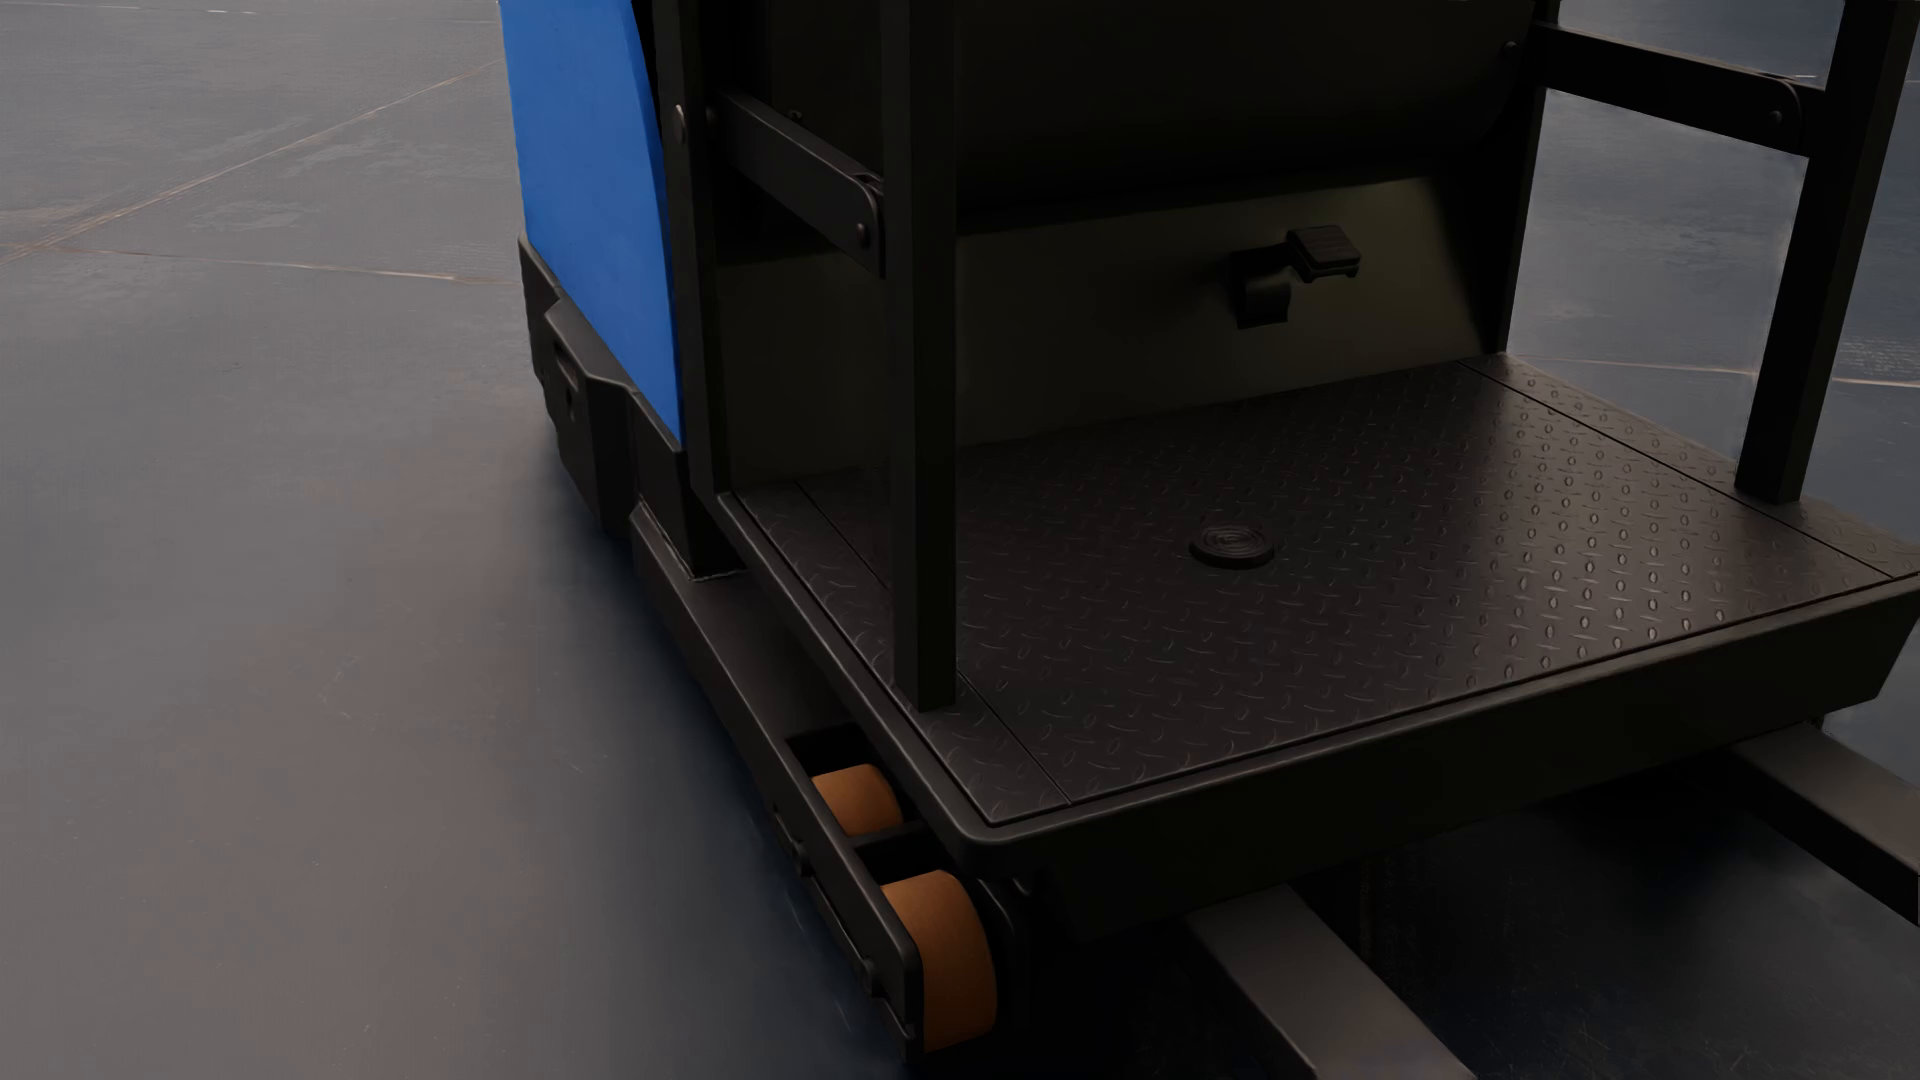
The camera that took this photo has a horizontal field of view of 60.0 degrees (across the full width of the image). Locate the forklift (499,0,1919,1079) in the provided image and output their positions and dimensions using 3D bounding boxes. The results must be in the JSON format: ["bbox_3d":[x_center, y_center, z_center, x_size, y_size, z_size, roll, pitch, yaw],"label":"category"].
[{"bbox_3d":[0.311,-1.053,1.334,1.130,2.935,3.031,-11,29,-21],"label":"forklift"}]
